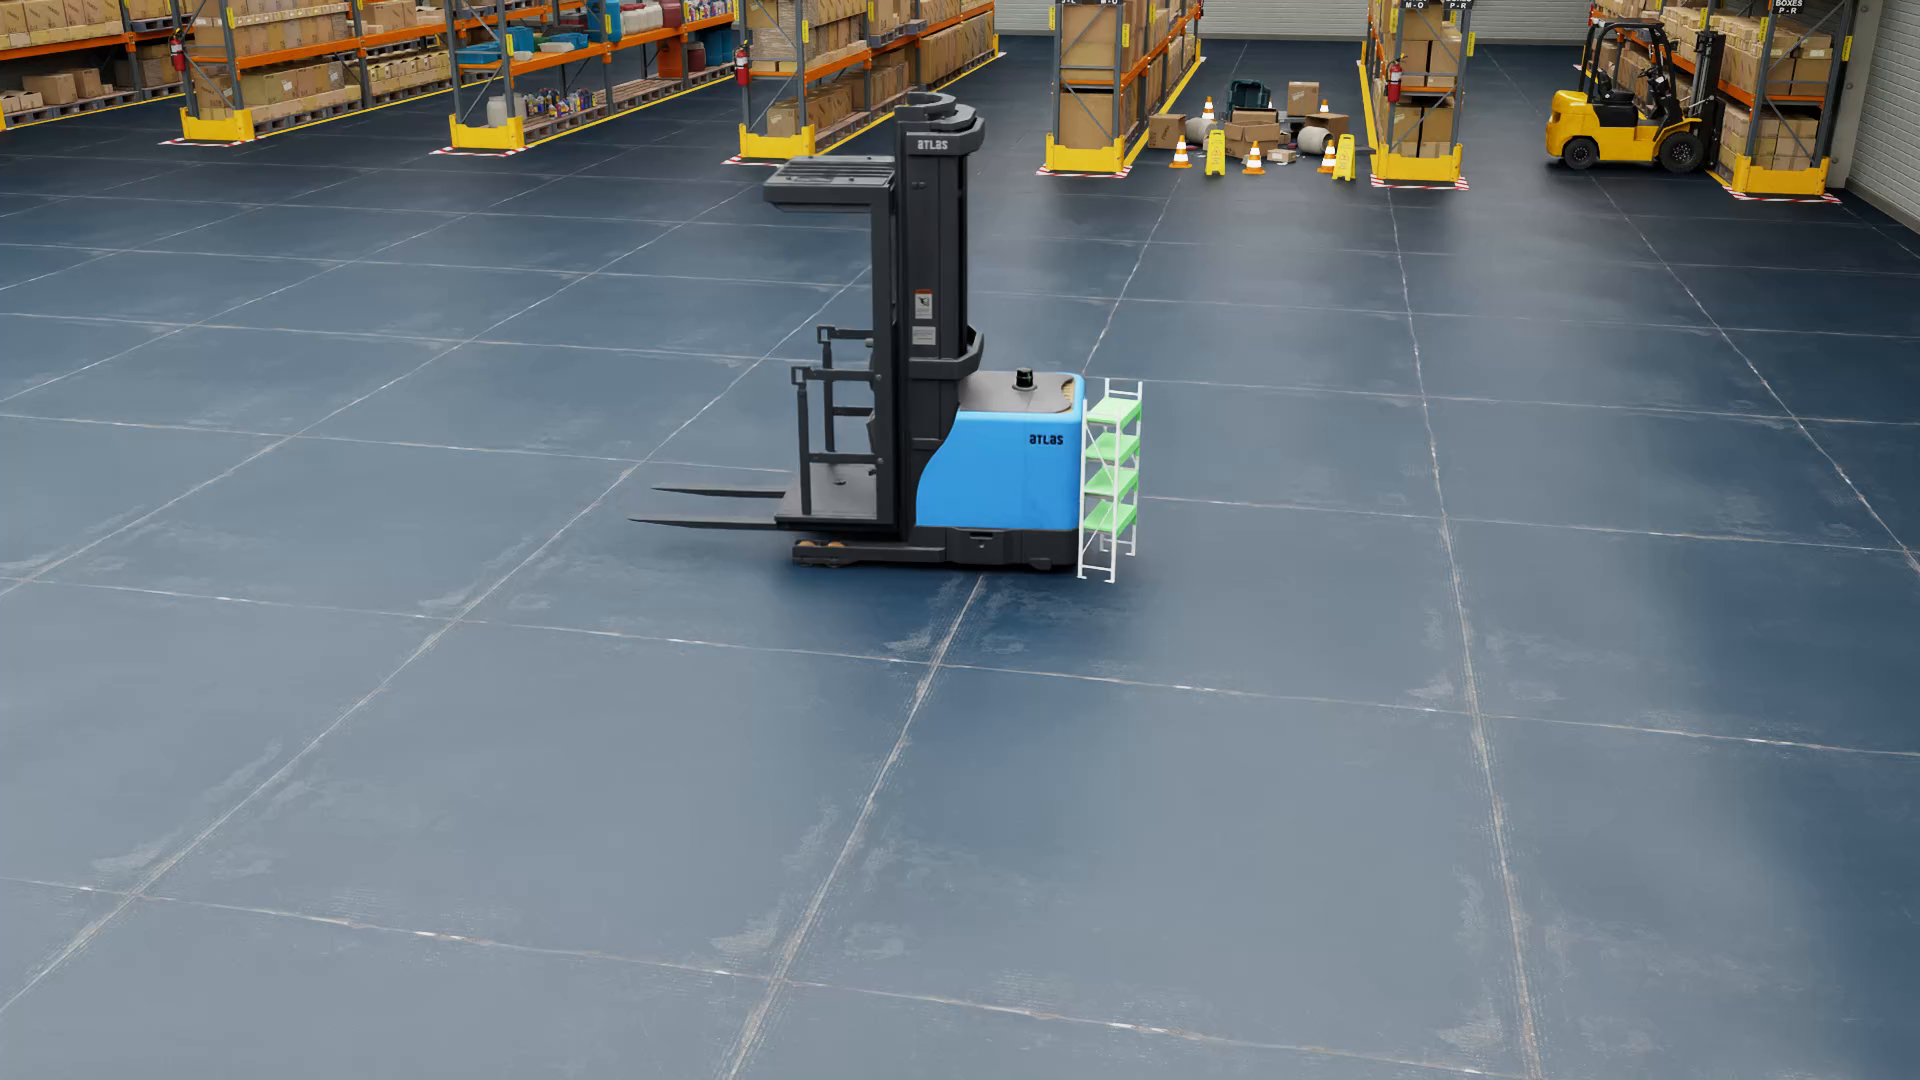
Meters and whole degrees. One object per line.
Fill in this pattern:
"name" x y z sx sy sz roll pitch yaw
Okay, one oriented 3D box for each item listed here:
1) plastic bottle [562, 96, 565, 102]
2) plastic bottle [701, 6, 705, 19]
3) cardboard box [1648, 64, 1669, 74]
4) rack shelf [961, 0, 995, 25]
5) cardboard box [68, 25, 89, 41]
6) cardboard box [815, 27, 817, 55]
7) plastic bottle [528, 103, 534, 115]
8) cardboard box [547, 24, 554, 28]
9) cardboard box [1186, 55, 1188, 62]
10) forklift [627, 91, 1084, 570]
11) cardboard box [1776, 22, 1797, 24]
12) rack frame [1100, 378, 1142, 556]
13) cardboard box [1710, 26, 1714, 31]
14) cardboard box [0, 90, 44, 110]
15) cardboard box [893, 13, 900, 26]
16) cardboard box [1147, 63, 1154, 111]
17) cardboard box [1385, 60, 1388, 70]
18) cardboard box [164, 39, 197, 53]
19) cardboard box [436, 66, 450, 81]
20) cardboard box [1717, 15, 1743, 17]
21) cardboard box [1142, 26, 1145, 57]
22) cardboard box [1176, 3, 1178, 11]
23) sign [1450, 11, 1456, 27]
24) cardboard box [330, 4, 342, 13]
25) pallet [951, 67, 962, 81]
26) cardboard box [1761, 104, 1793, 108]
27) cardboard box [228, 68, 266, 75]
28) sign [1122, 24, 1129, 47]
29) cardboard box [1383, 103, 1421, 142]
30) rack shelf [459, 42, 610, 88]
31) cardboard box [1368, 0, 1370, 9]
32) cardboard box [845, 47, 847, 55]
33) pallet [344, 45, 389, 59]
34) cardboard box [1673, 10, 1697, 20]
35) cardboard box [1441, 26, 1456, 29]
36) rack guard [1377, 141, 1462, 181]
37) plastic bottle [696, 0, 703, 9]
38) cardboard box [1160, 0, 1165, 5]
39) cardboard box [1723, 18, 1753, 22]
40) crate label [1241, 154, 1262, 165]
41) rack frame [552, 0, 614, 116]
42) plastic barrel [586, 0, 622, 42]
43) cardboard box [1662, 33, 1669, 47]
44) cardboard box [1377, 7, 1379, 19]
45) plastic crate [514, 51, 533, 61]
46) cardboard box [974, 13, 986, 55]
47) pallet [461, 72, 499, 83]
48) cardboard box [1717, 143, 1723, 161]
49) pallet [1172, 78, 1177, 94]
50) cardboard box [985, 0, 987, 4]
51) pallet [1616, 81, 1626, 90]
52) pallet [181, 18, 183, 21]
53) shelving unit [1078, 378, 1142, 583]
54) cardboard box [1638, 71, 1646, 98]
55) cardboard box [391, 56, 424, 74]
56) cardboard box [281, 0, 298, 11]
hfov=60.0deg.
"plastic bottle" -7.052 -7.783 29.709 0.061 0.283 0.133 4 22 11
"plastic bottle" -5.497 -11.251 35.446 0.097 0.271 0.097 0 22 0
"cardboard box" 13.122 -8.824 31.165 0.380 0.149 0.250 3 22 8
"rack shelf" -0.067 -12.281 38.796 1.077 0.370 4.000 4 22 11
"cardboard box" -16.653 -9.467 31.020 0.500 0.250 0.500 4 22 11
"cardboard box" -2.801 -8.070 26.845 0.875 0.500 0.500 4 22 11
"plastic bottle" -7.595 -7.622 29.420 0.097 0.201 0.097 0 22 0
"cardboard box" -9.794 -12.374 40.815 0.797 0.503 0.637 4 22 11
"cardboard box" 4.973 -10.927 37.725 0.380 0.149 0.250 4 22 9
"forklift" -0.691 -1.371 10.833 3.031 2.935 1.130 2 22 5
"cardboard box" 12.489 -7.795 25.293 0.380 0.149 0.250 4 22 10
"rack frame" 1.053 -0.470 10.913 0.240 1.200 0.015 8 23 19
"cardboard box" 12.131 -8.076 26.389 0.380 0.149 0.250 4 22 10
"cardboard box" -17.126 -8.039 30.310 0.500 0.311 0.500 6 23 15
"cardboard box" -1.368 -9.923 31.594 0.396 0.266 0.258 4 22 9
"cardboard box" 2.966 -8.280 30.348 1.050 0.750 0.750 4 22 11
"cardboard box" 6.945 -7.528 26.367 0.380 0.149 0.250 5 22 11
"cardboard box" -16.213 -10.287 34.633 0.500 0.250 0.500 4 22 11
"cardboard box" -10.959 -9.697 34.534 0.500 0.250 0.500 4 22 10
"cardboard box" 13.092 -8.839 28.283 0.380 0.149 0.250 5 22 11
"cardboard box" 2.663 -8.477 28.185 0.875 0.550 0.550 4 22 11
"cardboard box" 4.367 -11.201 34.923 0.380 0.149 0.250 4 22 11
"sign" 8.126 -8.565 27.447 0.100 0.325 0.005 4 22 11
"cardboard box" -11.703 -9.856 30.808 0.380 0.149 0.250 4 22 10
"pallet" -0.559 -10.302 36.651 1.003 0.211 1.213 4 22 11
"cardboard box" 12.243 -6.459 25.156 0.500 0.250 0.500 4 22 10
"cardboard box" -12.614 -8.104 29.576 0.500 0.500 0.500 4 22 11
"sign" 2.453 -7.474 24.631 0.100 0.325 0.005 4 22 11
"cardboard box" 6.685 -6.320 25.145 0.500 0.500 0.500 5 22 11
"rack shelf" -7.365 -8.270 28.836 1.077 0.370 4.000 4 22 11
"cardboard box" 9.663 -12.484 38.202 0.500 0.500 0.500 4 22 10
"cardboard box" -2.156 -8.381 28.486 0.380 0.149 0.250 4 22 11
"pallet" -14.791 -11.995 40.855 1.003 0.211 1.213 4 22 11
"cardboard box" 12.795 -9.251 29.307 0.380 0.149 0.250 5 22 12
"cardboard box" 7.547 -7.826 26.239 0.500 0.500 0.500 5 22 12
"rack guard" 6.793 -5.608 24.609 1.175 0.500 0.348 4 22 11
"plastic bottle" -5.593 -11.437 35.802 0.144 0.351 0.185 4 22 11
"cardboard box" 3.828 -10.516 32.427 0.380 0.149 0.250 4 22 11
"cardboard box" 12.090 -8.020 25.852 0.380 0.149 0.250 4 22 10
"crate label" 4.546 -5.920 25.869 0.250 0.136 0.298 -7 23 -17
"rack frame" -6.957 -9.335 30.518 1.000 3.000 0.127 4 22 11
"plastic barrel" -6.581 -9.686 30.718 0.600 0.901 0.708 4 22 11
"cardboard box" 12.832 -8.892 29.617 0.500 0.250 0.500 4 22 10
"cardboard box" 8.361 -10.212 32.226 0.500 0.250 0.500 4 22 10
"plastic crate" -7.275 -8.053 27.687 0.298 0.136 0.250 4 22 11
"cardboard box" 0.103 -11.983 39.373 0.875 0.875 0.875 4 22 11
"pallet" -10.800 -10.154 36.283 1.003 0.211 1.213 4 22 11
"cardboard box" 11.646 -5.841 24.961 0.500 0.250 0.500 5 22 11
"pallet" 3.955 -9.443 34.517 1.003 0.211 1.213 4 22 11
"cardboard box" 0.434 -12.796 39.447 0.380 0.149 0.250 5 22 12
"pallet" 13.957 -9.157 33.809 1.003 0.211 1.213 4 22 11
"pallet" -15.880 -11.196 35.394 1.213 0.211 1.003 4 22 11
"shelving unit" 0.966 -0.384 10.702 0.258 1.200 0.503 8 23 19
"cardboard box" 13.258 -8.677 31.667 0.500 0.500 0.500 4 22 10
"cardboard box" -11.165 -9.588 33.514 0.500 0.311 0.500 5 22 12
"cardboard box" -12.197 -9.649 29.427 0.700 0.500 0.500 4 22 11
